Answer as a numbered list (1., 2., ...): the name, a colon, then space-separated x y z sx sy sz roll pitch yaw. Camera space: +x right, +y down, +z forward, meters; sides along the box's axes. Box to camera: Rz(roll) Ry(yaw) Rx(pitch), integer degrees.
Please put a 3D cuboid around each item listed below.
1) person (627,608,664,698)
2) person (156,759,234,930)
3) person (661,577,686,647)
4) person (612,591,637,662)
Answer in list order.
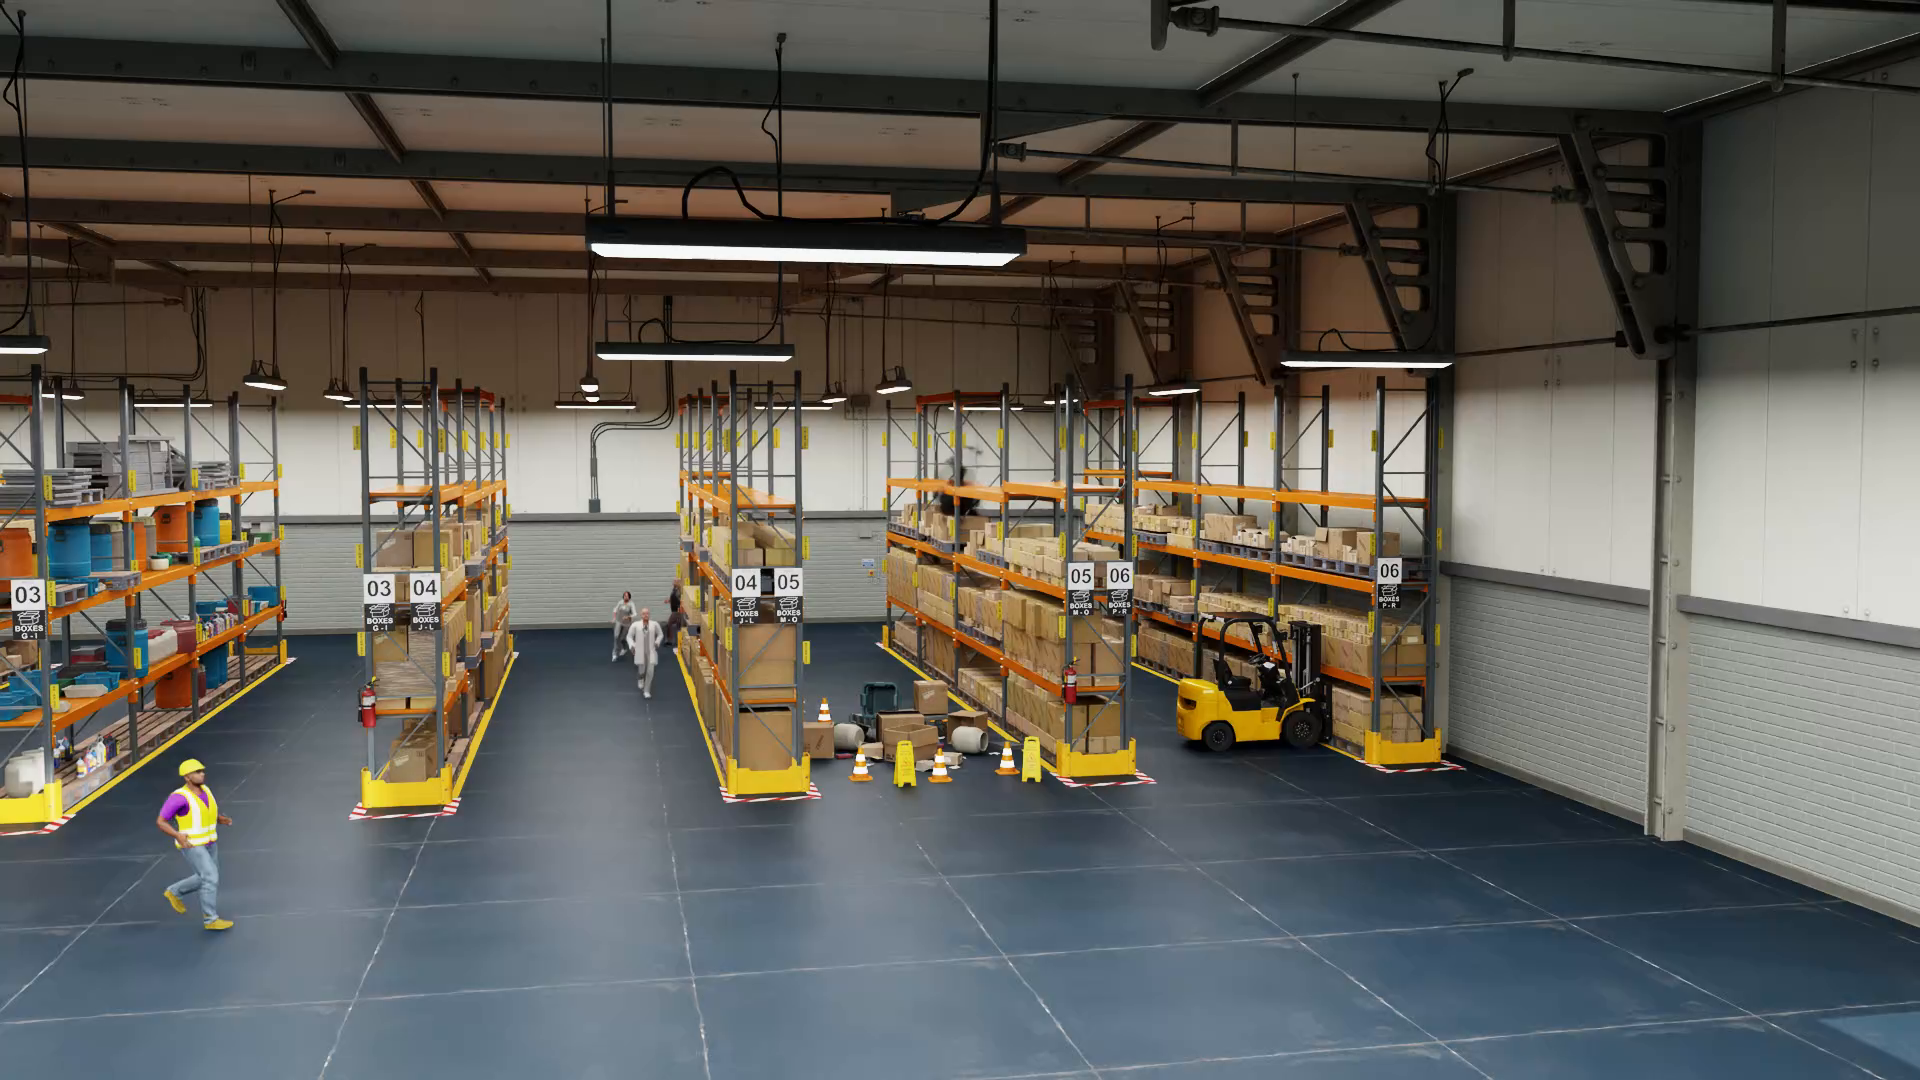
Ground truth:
1. person: -6.161 2.203 32.595 0.721 1.737 0.657 -1 4 -16
2. person: -7.859 3.117 17.077 0.846 1.739 0.714 1 3 11
3. person: -6.872 1.756 40.442 0.787 1.741 0.734 -1 4 -17
4. person: -7.676 1.950 38.063 0.578 1.573 0.840 0 3 3
